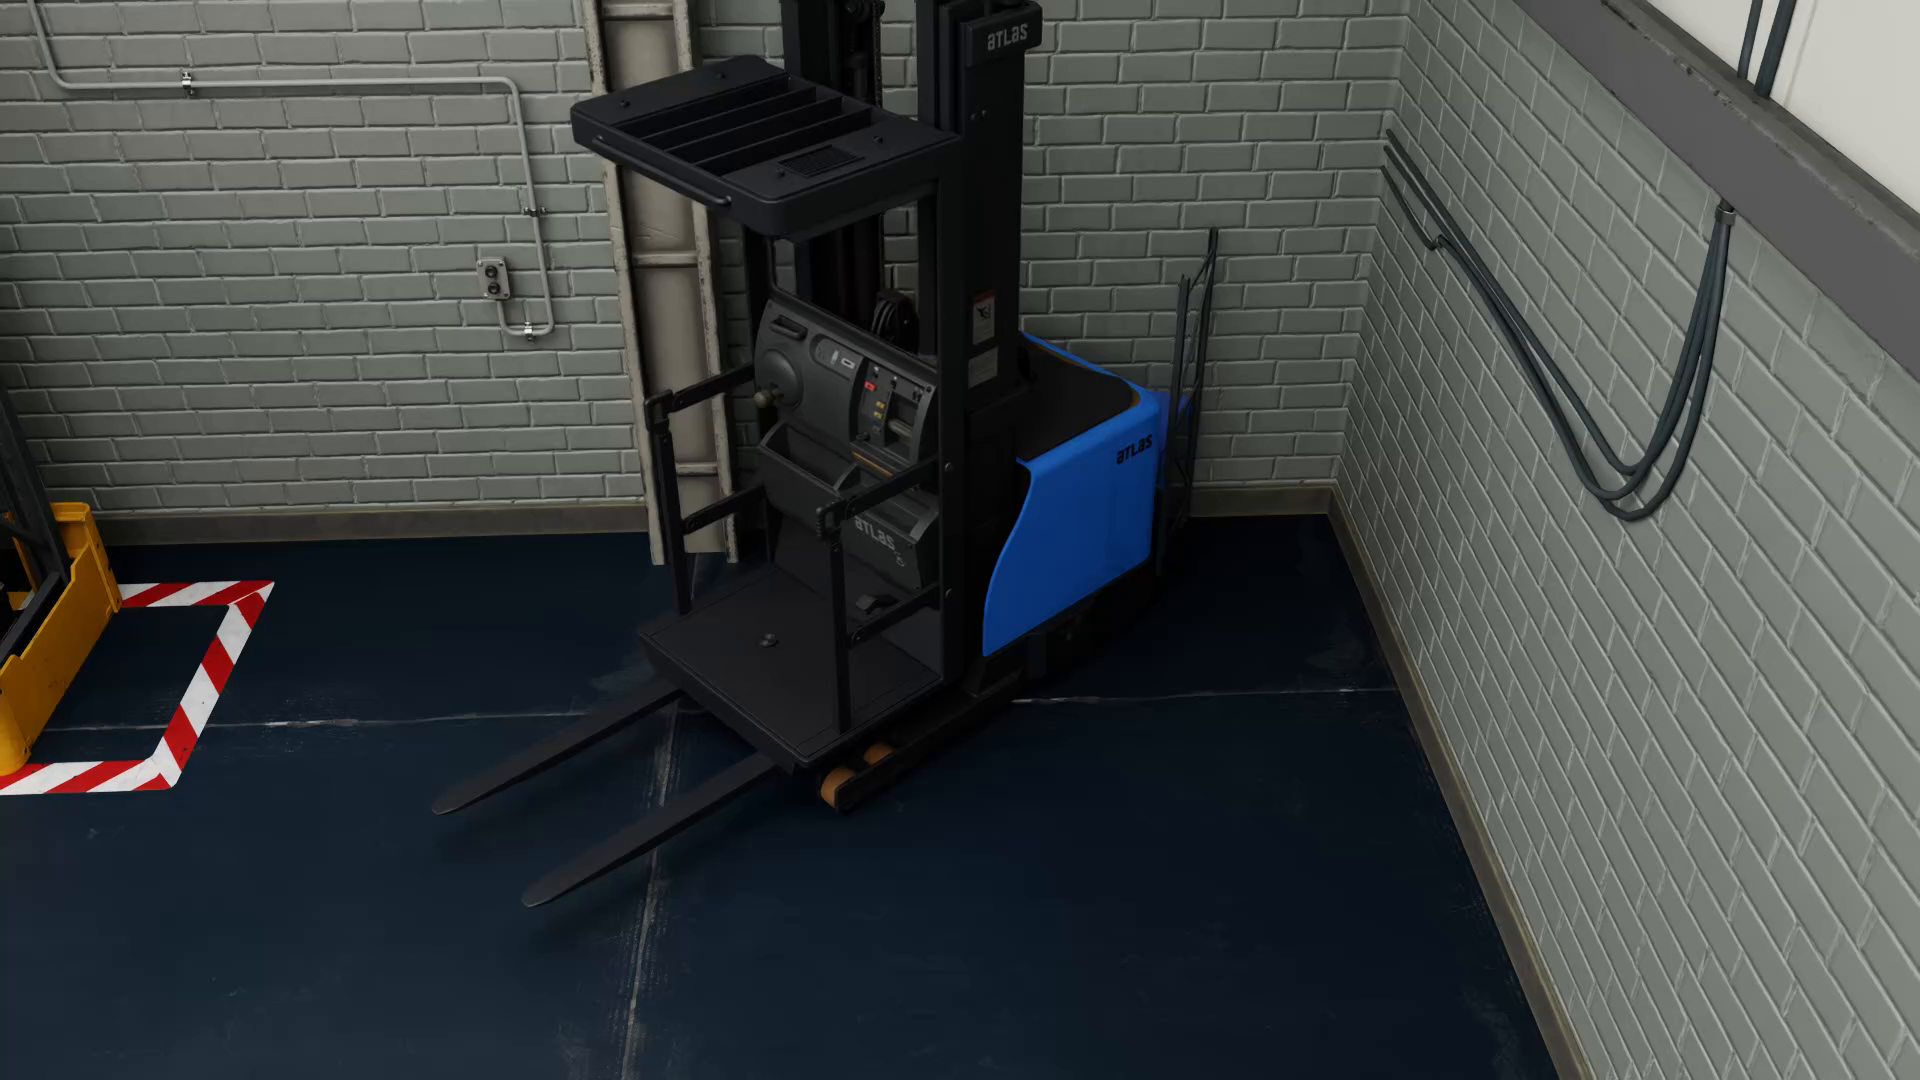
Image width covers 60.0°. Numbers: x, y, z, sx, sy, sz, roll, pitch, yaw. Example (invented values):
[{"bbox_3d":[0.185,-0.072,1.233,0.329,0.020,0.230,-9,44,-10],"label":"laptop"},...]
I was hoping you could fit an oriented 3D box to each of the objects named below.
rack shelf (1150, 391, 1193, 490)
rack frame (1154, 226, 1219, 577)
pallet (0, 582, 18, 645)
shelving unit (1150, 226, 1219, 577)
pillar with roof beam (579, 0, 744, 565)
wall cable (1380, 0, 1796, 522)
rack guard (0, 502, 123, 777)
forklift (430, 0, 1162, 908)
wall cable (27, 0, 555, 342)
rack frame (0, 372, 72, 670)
[{"bbox_3d":[0.508,-0.545,7.499,1.000,0.185,0.538,13,39,17],"label":"rack shelf"},{"bbox_3d":[0.981,-0.577,7.243,0.032,1.500,0.500,13,39,17],"label":"rack frame"},{"bbox_3d":[-4.663,0.564,6.749,1.213,0.211,1.003,-2,35,-2],"label":"pallet"},{"bbox_3d":[0.508,-0.689,7.391,1.048,1.500,0.538,13,39,17],"label":"shelving unit"},{"bbox_3d":[-1.008,-1.232,1.623,0.400,9.000,9.100,-2,35,-2],"label":"pillar with roof beam"},{"bbox_3d":[1.798,-1.788,5.154,0.112,2.526,3.097,-2,35,-2],"label":"wall cable"},{"bbox_3d":[-3.844,0.379,6.763,0.348,0.500,1.175,-2,35,-2],"label":"rack guard"},{"bbox_3d":[-0.581,-0.520,5.926,3.031,2.935,1.130,-29,44,-35],"label":"forklift"},{"bbox_3d":[-2.634,-1.638,6.589,1.851,1.984,0.084,-2,35,-2],"label":"wall cable"},{"bbox_3d":[-3.868,-0.648,6.051,0.127,3.000,1.000,-2,35,-2],"label":"rack frame"}]
